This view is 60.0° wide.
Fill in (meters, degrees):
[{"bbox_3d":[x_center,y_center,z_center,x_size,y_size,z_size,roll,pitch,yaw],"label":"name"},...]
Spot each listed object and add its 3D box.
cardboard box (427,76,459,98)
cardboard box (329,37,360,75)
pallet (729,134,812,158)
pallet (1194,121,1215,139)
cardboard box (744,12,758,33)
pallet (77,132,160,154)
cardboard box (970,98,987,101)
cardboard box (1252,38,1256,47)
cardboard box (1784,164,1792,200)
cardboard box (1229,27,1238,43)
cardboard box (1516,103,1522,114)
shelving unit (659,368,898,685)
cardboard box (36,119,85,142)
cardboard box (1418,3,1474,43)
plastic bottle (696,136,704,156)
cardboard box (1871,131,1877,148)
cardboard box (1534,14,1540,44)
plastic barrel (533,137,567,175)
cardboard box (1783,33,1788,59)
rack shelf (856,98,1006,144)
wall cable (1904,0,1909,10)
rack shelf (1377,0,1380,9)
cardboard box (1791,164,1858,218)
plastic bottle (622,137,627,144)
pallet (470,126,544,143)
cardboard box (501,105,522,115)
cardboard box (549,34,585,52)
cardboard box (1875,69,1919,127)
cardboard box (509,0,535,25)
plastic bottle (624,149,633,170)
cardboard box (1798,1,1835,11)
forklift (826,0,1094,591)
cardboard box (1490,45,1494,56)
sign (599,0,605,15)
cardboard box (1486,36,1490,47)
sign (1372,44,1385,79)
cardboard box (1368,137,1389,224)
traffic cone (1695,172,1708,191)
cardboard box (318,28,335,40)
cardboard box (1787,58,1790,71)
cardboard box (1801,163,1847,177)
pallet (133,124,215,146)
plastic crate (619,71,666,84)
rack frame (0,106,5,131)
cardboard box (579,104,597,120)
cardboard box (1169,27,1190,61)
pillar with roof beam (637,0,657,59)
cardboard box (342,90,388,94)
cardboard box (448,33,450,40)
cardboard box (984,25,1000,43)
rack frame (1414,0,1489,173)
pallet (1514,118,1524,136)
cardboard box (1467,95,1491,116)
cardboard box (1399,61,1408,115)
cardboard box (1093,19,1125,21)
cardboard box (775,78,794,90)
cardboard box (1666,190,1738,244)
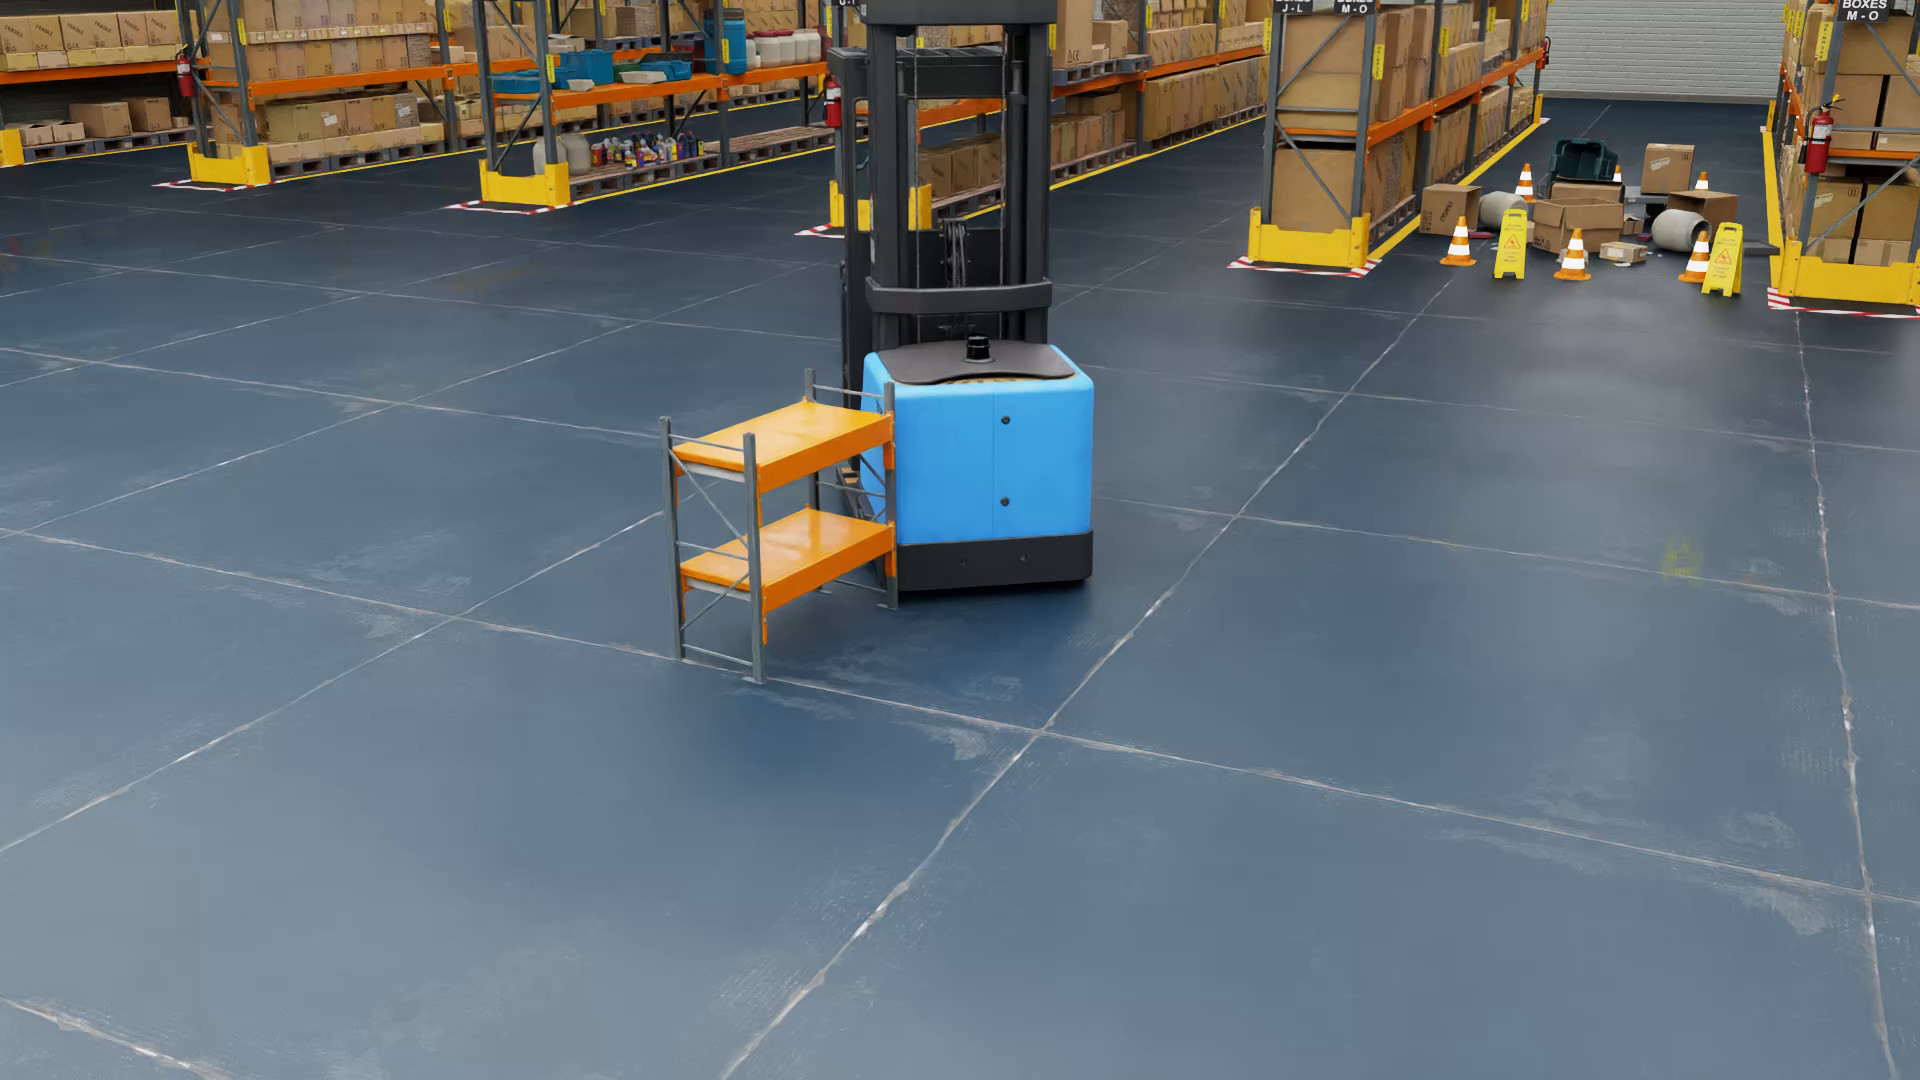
[{"bbox_3d":[-10.433,-9.118,32.711,0.750,0.750,0.750,8,21,22],"label":"cardboard box"},{"bbox_3d":[-9.140,-6.996,24.016,0.700,0.500,0.500,9,22,24],"label":"cardboard box"},{"bbox_3d":[-3.034,-6.183,26.038,1.003,0.211,1.213,9,21,23],"label":"pallet"},{"bbox_3d":[3.729,-7.083,28.569,1.003,0.211,1.213,9,21,23],"label":"pallet"},{"bbox_3d":[-4.396,-10.326,33.377,0.500,0.500,0.500,9,21,24],"label":"cardboard box"},{"bbox_3d":[-13.598,-6.338,26.475,1.003,0.211,1.213,9,21,23],"label":"pallet"},{"bbox_3d":[0.099,-5.356,19.926,0.380,0.149,0.250,9,21,23],"label":"cardboard box"},{"bbox_3d":[5.246,-9.201,30.740,0.380,0.149,0.250,9,21,23],"label":"cardboard box"},{"bbox_3d":[10.245,-4.178,19.535,0.950,0.372,0.625,10,22,26],"label":"cardboard box"},{"bbox_3d":[4.616,-8.971,29.498,0.500,0.250,0.500,8,21,22],"label":"cardboard box"},{"bbox_3d":[9.397,-7.393,28.465,0.380,0.149,0.250,8,21,22],"label":"cardboard box"},{"bbox_3d":[-0.790,-0.094,7.553,0.538,1.125,1.048,12,23,30],"label":"shelving unit"},{"bbox_3d":[-13.896,-6.327,25.639,0.500,0.311,0.500,11,22,27],"label":"cardboard box"},{"bbox_3d":[6.629,-7.091,22.789,0.700,0.500,0.500,8,21,22],"label":"cardboard box"},{"bbox_3d":[-3.714,-5.612,23.669,0.061,0.283,0.133,10,22,25],"label":"plastic bottle"},{"bbox_3d":[8.522,-3.651,15.133,0.380,0.149,0.250,9,21,24],"label":"cardboard box"},{"bbox_3d":[9.734,-8.855,28.800,0.500,0.500,0.500,9,21,23],"label":"cardboard box"},{"bbox_3d":[-5.257,-4.891,21.332,0.421,0.512,0.421,0,20,0],"label":"plastic barrel"},{"bbox_3d":[13.790,-8.134,27.215,0.500,0.500,0.500,8,21,22],"label":"cardboard box"},{"bbox_3d":[-0.119,-5.247,20.319,1.077,0.370,4.000,9,21,23],"label":"rack shelf"},{"bbox_3d":[18.242,-10.520,32.557,0.588,1.984,0.122,9,21,23],"label":"wall cable"},{"bbox_3d":[4.365,-5.949,17.816,1.077,0.370,4.000,9,21,23],"label":"rack shelf"},{"bbox_3d":[8.617,-3.464,16.591,0.500,0.500,0.500,8,21,21],"label":"cardboard box"},{"bbox_3d":[-4.710,-5.512,23.388,0.061,0.283,0.133,10,22,25],"label":"plastic bottle"},{"bbox_3d":[-7.572,-6.849,27.911,1.003,0.211,1.213,9,21,23],"label":"pallet"},{"bbox_3d":[-7.519,-7.127,27.172,0.500,0.311,0.500,8,21,21],"label":"cardboard box"},{"bbox_3d":[-6.887,-8.633,28.900,0.500,0.311,0.500,10,22,26],"label":"cardboard box"},{"bbox_3d":[8.760,-4.067,15.336,0.500,0.500,0.500,9,22,24],"label":"cardboard box"},{"bbox_3d":[-9.344,-10.987,34.937,0.980,0.700,0.700,9,21,24],"label":"cardboard box"},{"bbox_3d":[-4.430,-5.087,22.212,0.097,0.271,0.097,0,20,0],"label":"plastic bottle"},{"bbox_3d":[12.184,-7.394,23.641,0.500,0.500,0.500,8,21,21],"label":"cardboard box"},{"bbox_3d":[-0.114,-1.588,9.060,1.130,2.935,3.031,-4,20,-10],"label":"forklift"},{"bbox_3d":[7.730,-7.303,24.774,0.380,0.149,0.250,9,21,23],"label":"cardboard box"},{"bbox_3d":[-6.190,-9.251,28.776,0.100,0.325,0.005,9,21,23],"label":"sign"},{"bbox_3d":[7.521,-7.291,24.297,0.380,0.149,0.250,9,21,23],"label":"cardboard box"},{"bbox_3d":[4.050,-4.630,16.101,0.100,0.325,0.005,9,21,23],"label":"sign"},{"bbox_3d":[4.122,-3.945,18.130,0.875,0.875,0.875,8,21,22],"label":"cardboard box"},{"bbox_3d":[8.972,-4.213,20.125,0.336,0.463,0.334,9,21,23],"label":"traffic cone"},{"bbox_3d":[-9.091,-7.172,23.541,0.380,0.149,0.250,8,21,22],"label":"cardboard box"},{"bbox_3d":[12.161,-6.801,23.840,0.500,0.250,0.500,8,21,22],"label":"cardboard box"},{"bbox_3d":[8.283,-3.578,15.943,0.380,0.149,0.250,9,22,24],"label":"cardboard box"},{"bbox_3d":[-13.099,-6.712,27.527,1.003,0.211,1.213,9,21,23],"label":"pallet"},{"bbox_3d":[-4.252,-6.221,22.379,0.530,0.136,0.437,9,21,23],"label":"plastic crate"},{"bbox_3d":[-14.495,-7.013,24.213,1.000,3.000,0.127,9,21,23],"label":"rack frame"},{"bbox_3d":[-6.691,-7.488,29.025,0.500,0.250,0.500,9,22,24],"label":"cardboard box"},{"bbox_3d":[3.408,-8.046,26.967,0.500,0.500,0.500,9,21,23],"label":"cardboard box"},{"bbox_3d":[-3.699,-15.084,37.954,9.100,9.000,0.400,9,21,23],"label":"pillar with roof beam"},{"bbox_3d":[-9.009,-6.560,25.297,0.500,0.500,0.500,9,21,23],"label":"cardboard box"},{"bbox_3d":[-10.254,-9.889,32.644,0.380,0.149,0.250,9,21,23],"label":"cardboard box"},{"bbox_3d":[0.150,-6.222,19.902,0.500,0.500,0.500,9,21,23],"label":"cardboard box"},{"bbox_3d":[6.822,-6.708,23.355,1.000,3.000,0.127,9,21,23],"label":"rack frame"},{"bbox_3d":[9.201,-7.202,28.904,1.003,0.211,1.213,9,21,23],"label":"pallet"},{"bbox_3d":[7.533,-6.414,24.513,0.500,0.250,0.500,8,21,22],"label":"cardboard box"},{"bbox_3d":[4.385,-4.946,18.176,0.875,0.550,0.500,9,21,23],"label":"cardboard box"},{"bbox_3d":[2.154,-7.494,24.789,0.500,0.500,0.500,6,20,16],"label":"cardboard box"},{"bbox_3d":[-3.836,-9.651,35.077,0.500,0.250,0.500,9,21,23],"label":"cardboard box"},{"bbox_3d":[8.061,-3.520,18.116,0.500,0.500,0.500,-9,22,-24],"label":"cardboard box"}]
